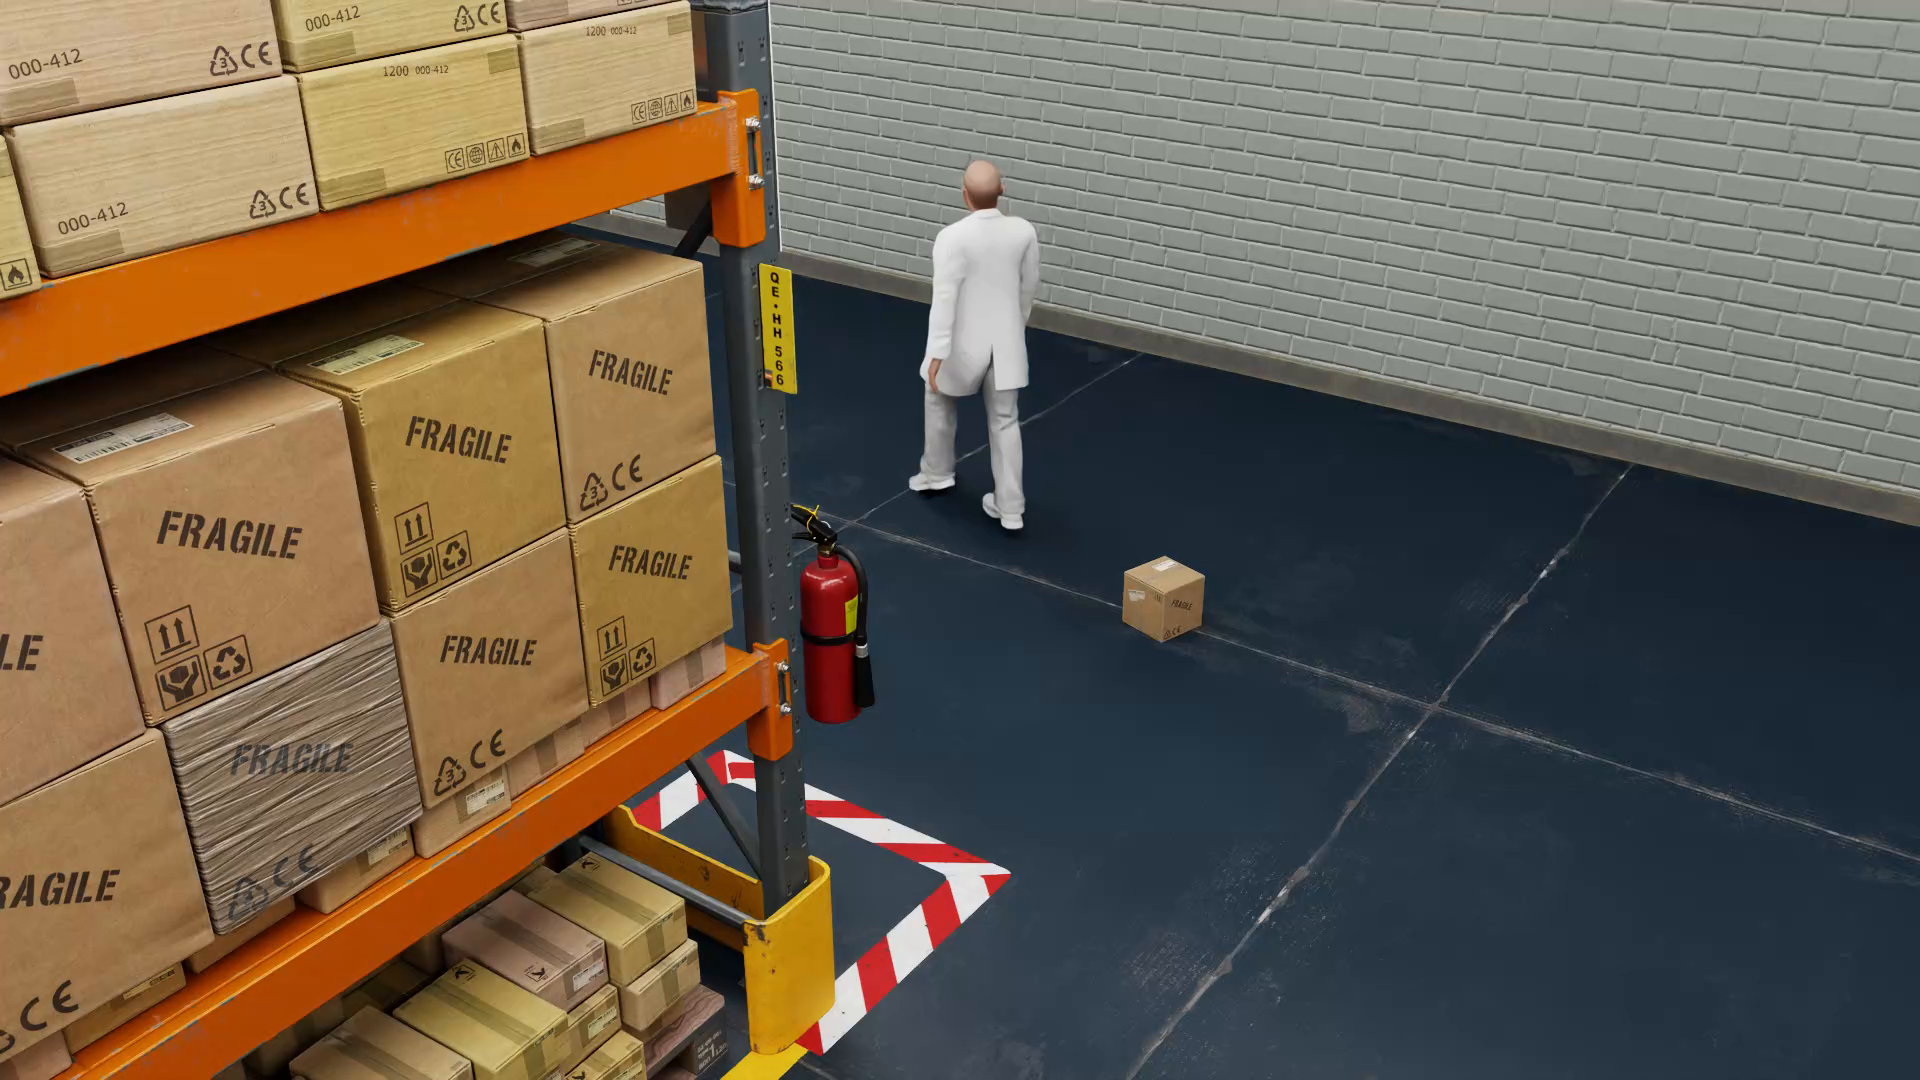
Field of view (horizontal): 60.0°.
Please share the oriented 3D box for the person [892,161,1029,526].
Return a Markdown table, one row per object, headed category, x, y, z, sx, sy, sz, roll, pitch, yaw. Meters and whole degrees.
| category | x | y | z | sx | sy | sz | roll | pitch | yaw |
| --- | --- | --- | --- | --- | --- | --- | --- | --- | --- |
| person | 0.019 | -1.022 | 8.139 | 0.623 | 1.724 | 1.088 | -9 | 28 | -17 |
